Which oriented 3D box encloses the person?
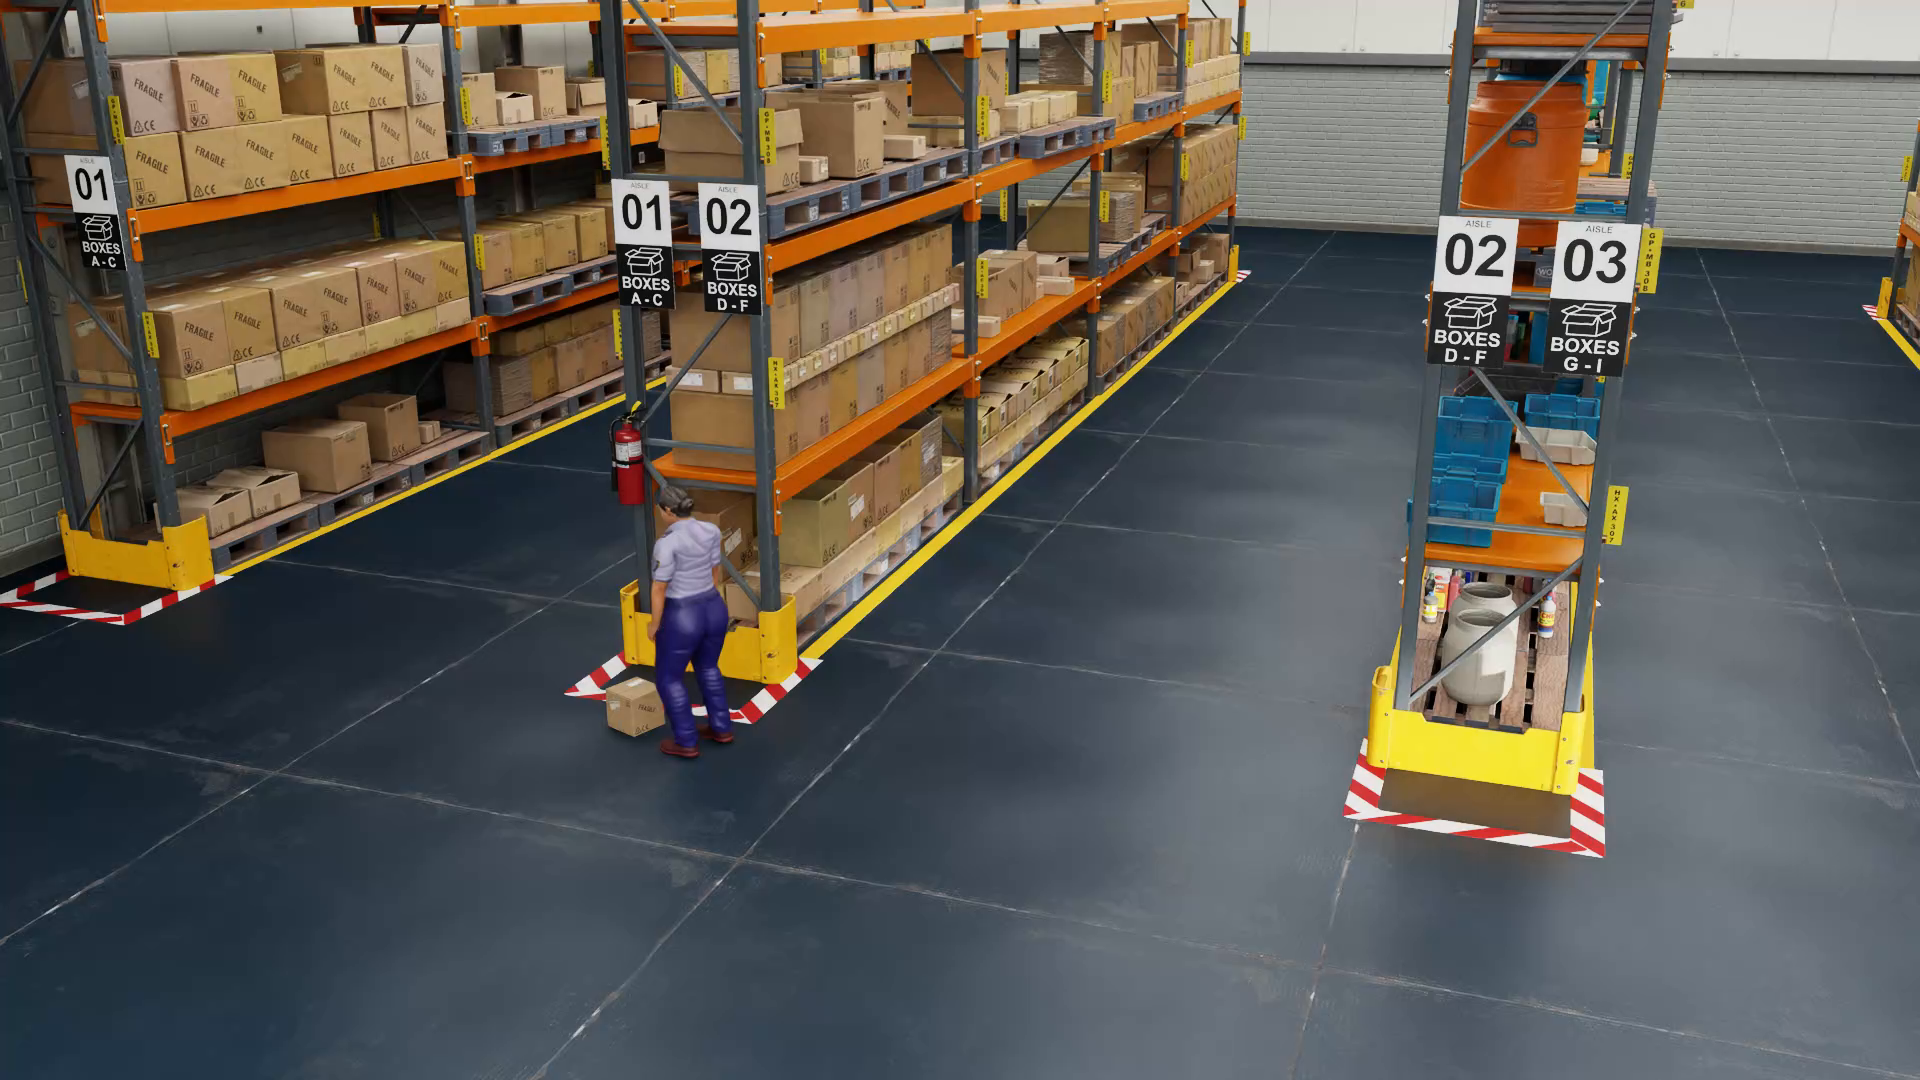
[{"bbox_3d":[-1.591,0.477,9.726,0.349,1.631,0.483,16,24,38],"label":"person"}]
